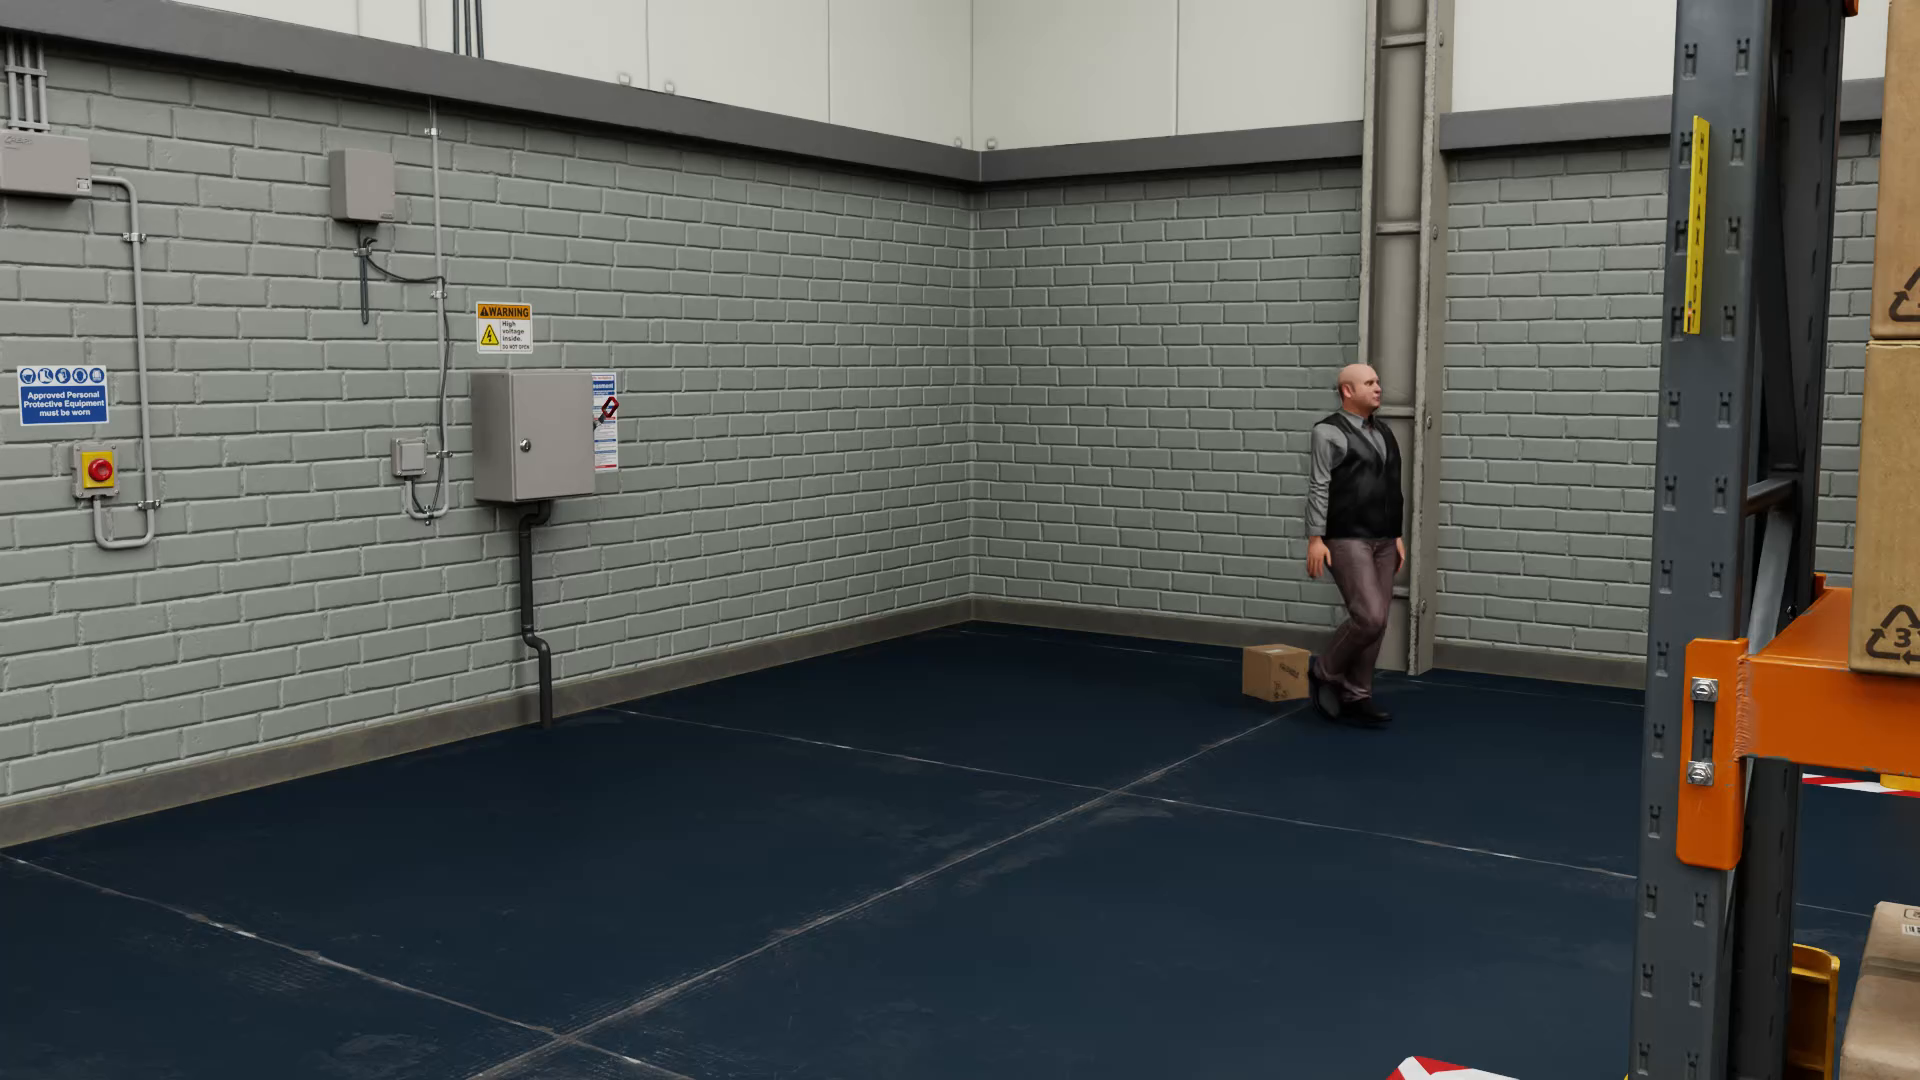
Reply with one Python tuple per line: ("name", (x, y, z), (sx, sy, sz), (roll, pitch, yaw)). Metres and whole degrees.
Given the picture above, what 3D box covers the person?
("person", (1.925, 0.021, 7.915), (0.570, 1.713, 0.466), (-5, 8, -36))
